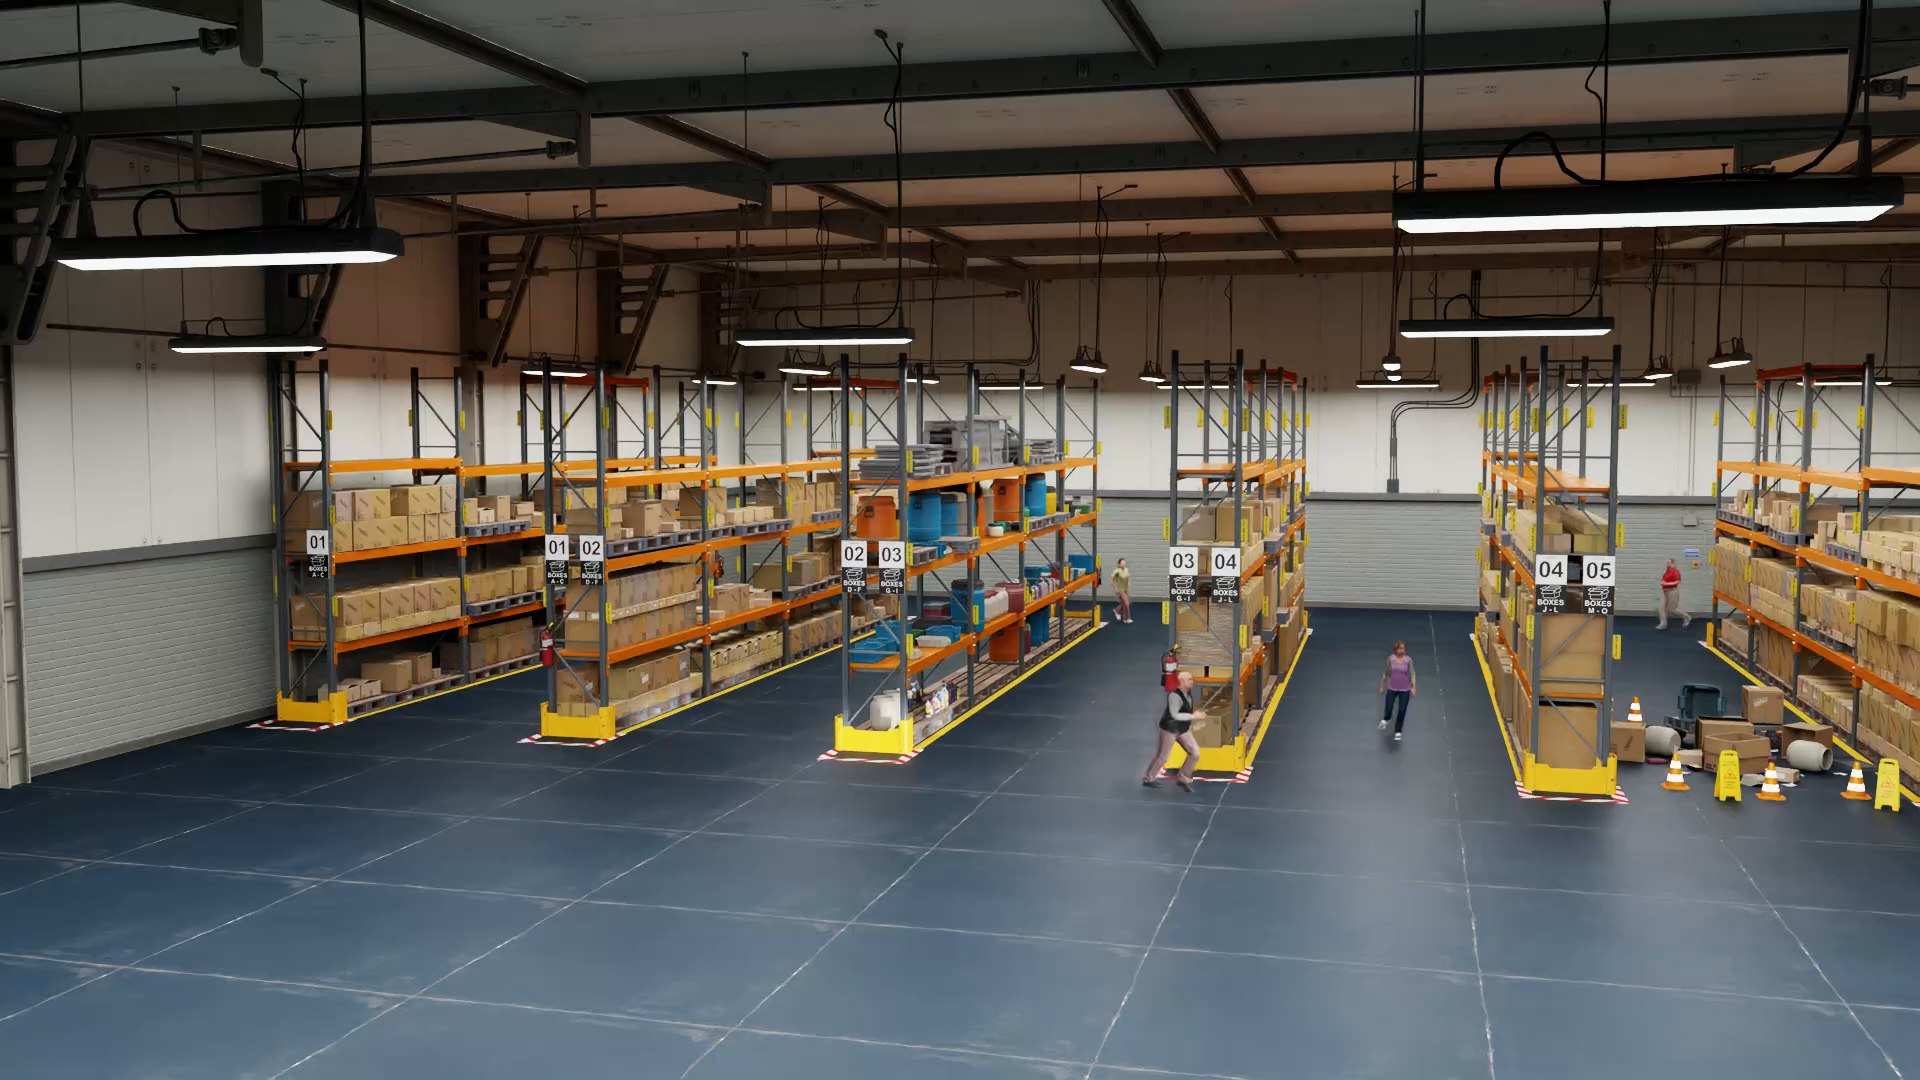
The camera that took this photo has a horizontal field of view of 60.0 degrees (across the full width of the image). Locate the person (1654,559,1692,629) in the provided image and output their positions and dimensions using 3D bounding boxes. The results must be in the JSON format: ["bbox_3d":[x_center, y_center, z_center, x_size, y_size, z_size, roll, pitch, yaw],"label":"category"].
[{"bbox_3d":[16.979,1.290,39.628,0.880,1.702,0.669,0,4,-4],"label":"person"}]

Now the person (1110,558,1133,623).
[{"bbox_3d":[3.930,1.244,41.104,0.589,1.609,0.642,-3,5,-40],"label":"person"}]

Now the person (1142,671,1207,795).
[{"bbox_3d":[2.892,2.583,22.234,0.977,1.700,0.647,3,5,40],"label":"person"}]

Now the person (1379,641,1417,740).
[{"bbox_3d":[6.868,2.346,26.086,0.575,1.567,0.630,1,4,18],"label":"person"}]
